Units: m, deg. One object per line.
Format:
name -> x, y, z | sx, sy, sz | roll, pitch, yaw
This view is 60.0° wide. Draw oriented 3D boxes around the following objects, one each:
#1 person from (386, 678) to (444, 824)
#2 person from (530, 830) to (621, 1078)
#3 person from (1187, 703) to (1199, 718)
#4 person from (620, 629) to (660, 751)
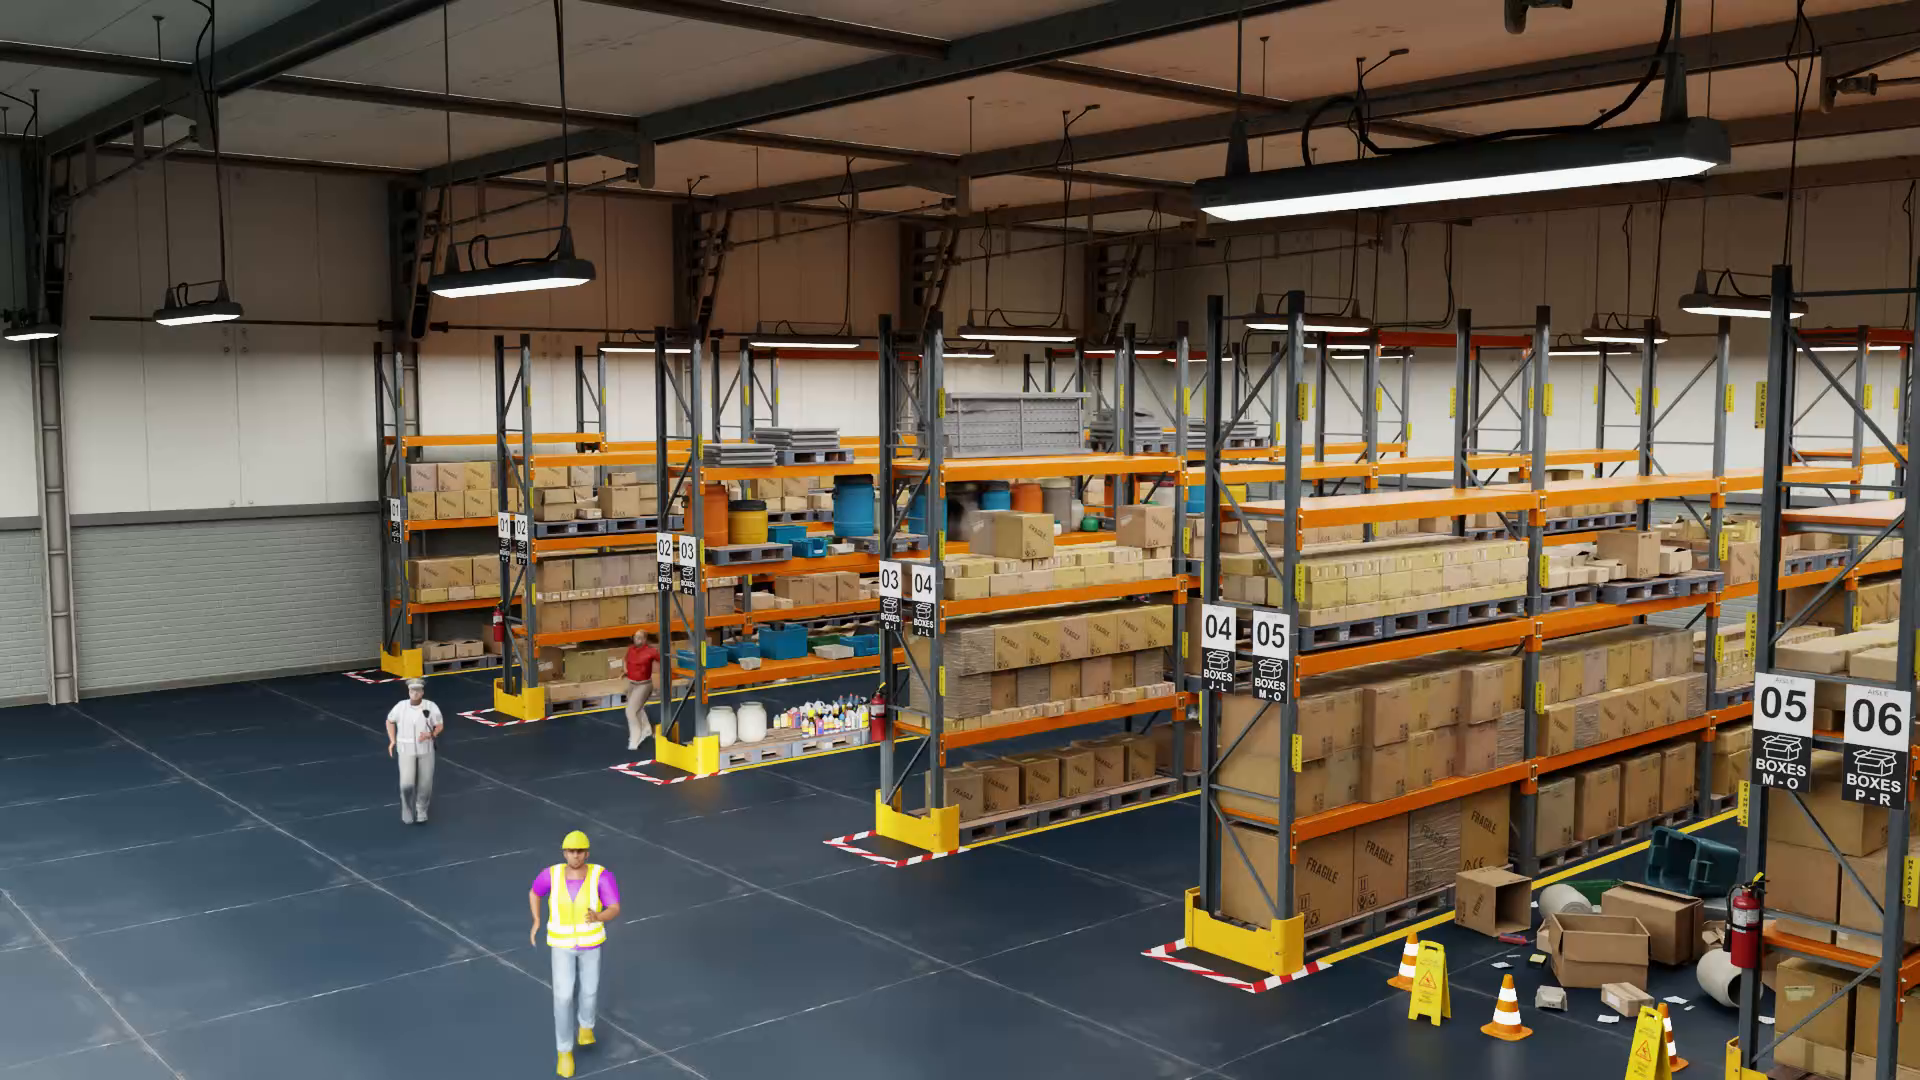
person -> -6.426, 2.498, 19.639 | 0.647, 1.754, 0.659 | -2, 5, -19
person -> -2.939, 3.130, 12.739 | 0.672, 1.831, 0.770 | -1, 5, -15
person -> 3.584, 1.951, 25.736 | 0.687, 1.805, 0.734 | 5, 7, 41
person -> -4.557, 2.163, 23.925 | 0.715, 1.797, 0.707 | 4, 7, 38
